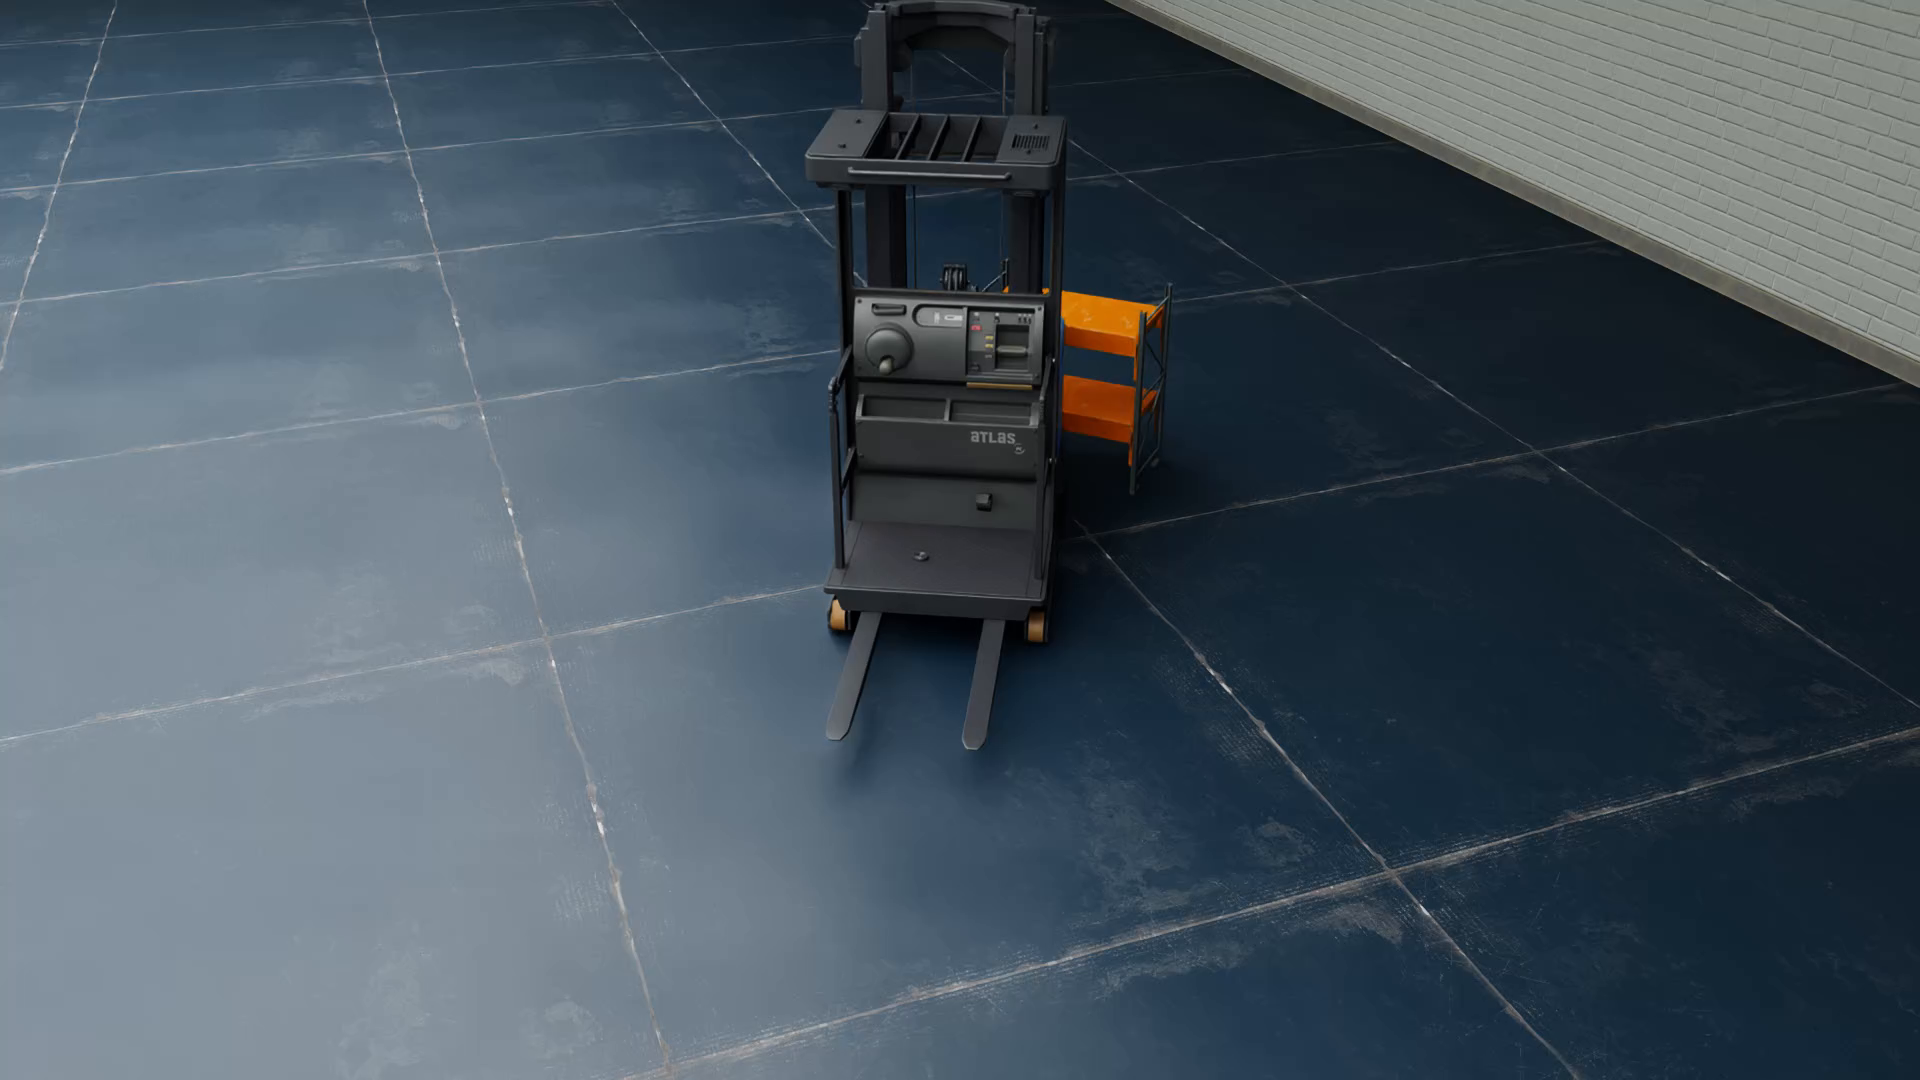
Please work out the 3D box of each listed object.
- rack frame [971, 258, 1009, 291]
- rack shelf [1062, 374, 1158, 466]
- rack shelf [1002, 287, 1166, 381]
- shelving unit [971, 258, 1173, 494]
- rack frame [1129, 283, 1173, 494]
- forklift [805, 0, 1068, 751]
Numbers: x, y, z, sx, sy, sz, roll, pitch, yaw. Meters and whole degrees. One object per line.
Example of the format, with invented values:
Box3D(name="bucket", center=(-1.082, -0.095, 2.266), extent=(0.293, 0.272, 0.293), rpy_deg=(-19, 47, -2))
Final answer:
Box3D(name="rack frame", center=(0.182, -1.084, 10.016), extent=(0.032, 1.125, 0.500), rpy_deg=(13, 32, 21))
Box3D(name="rack shelf", center=(0.645, -0.767, 9.954), extent=(1.000, 0.278, 0.538), rpy_deg=(13, 32, 21))
Box3D(name="rack shelf", center=(0.645, -1.234, 9.688), extent=(1.000, 0.278, 0.538), rpy_deg=(13, 32, 21))
Box3D(name="shelving unit", center=(0.645, -0.980, 9.833), extent=(1.048, 1.125, 0.538), rpy_deg=(13, 32, 21))
Box3D(name="rack frame", center=(1.108, -0.876, 9.651), extent=(0.032, 1.125, 0.500), rpy_deg=(13, 32, 21))
Box3D(name="forklift", center=(-0.078, -0.935, 7.930), extent=(1.130, 2.935, 3.031), rpy_deg=(3, 30, 6))
